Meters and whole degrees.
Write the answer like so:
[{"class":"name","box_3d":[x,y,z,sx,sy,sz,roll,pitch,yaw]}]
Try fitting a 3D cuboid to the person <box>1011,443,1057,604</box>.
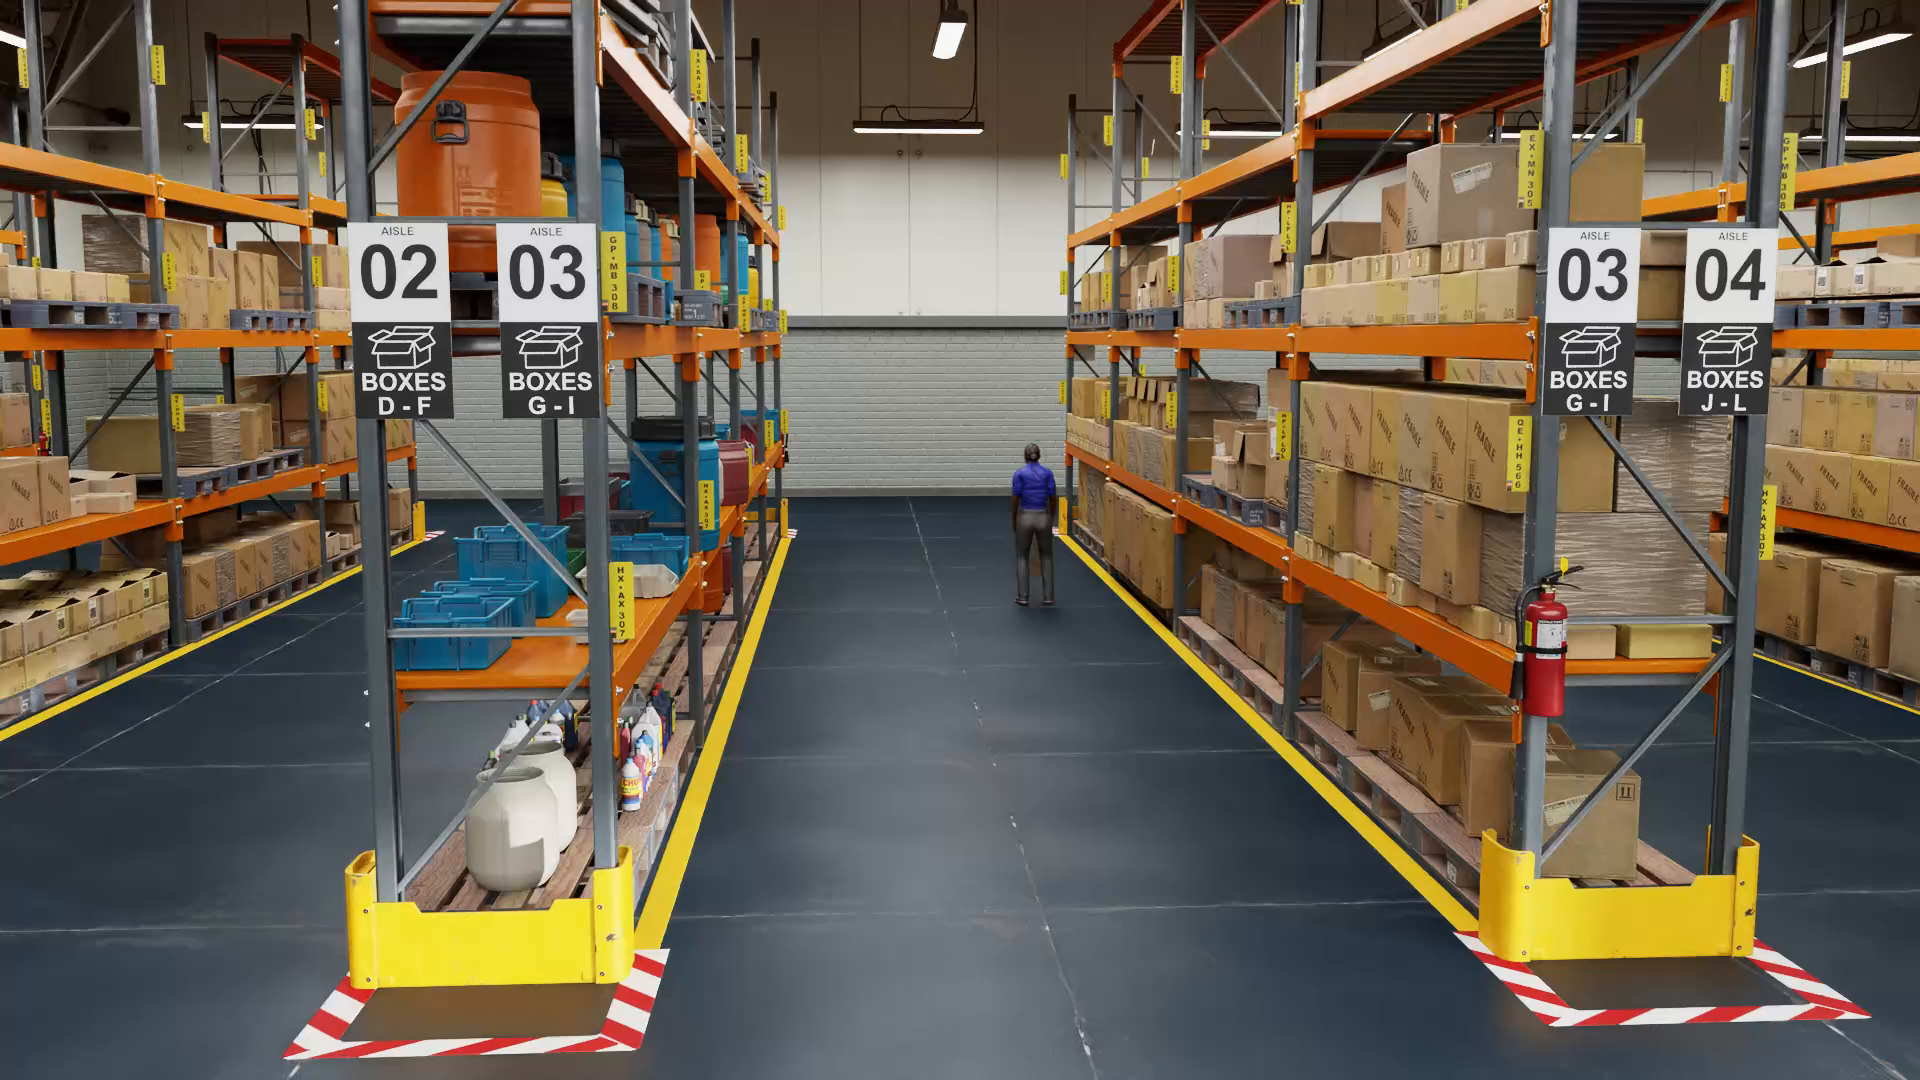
[{"class":"person","box_3d":[0.765,-0.167,17.122,0.497,1.658,0.348,-1,7,-5]}]
